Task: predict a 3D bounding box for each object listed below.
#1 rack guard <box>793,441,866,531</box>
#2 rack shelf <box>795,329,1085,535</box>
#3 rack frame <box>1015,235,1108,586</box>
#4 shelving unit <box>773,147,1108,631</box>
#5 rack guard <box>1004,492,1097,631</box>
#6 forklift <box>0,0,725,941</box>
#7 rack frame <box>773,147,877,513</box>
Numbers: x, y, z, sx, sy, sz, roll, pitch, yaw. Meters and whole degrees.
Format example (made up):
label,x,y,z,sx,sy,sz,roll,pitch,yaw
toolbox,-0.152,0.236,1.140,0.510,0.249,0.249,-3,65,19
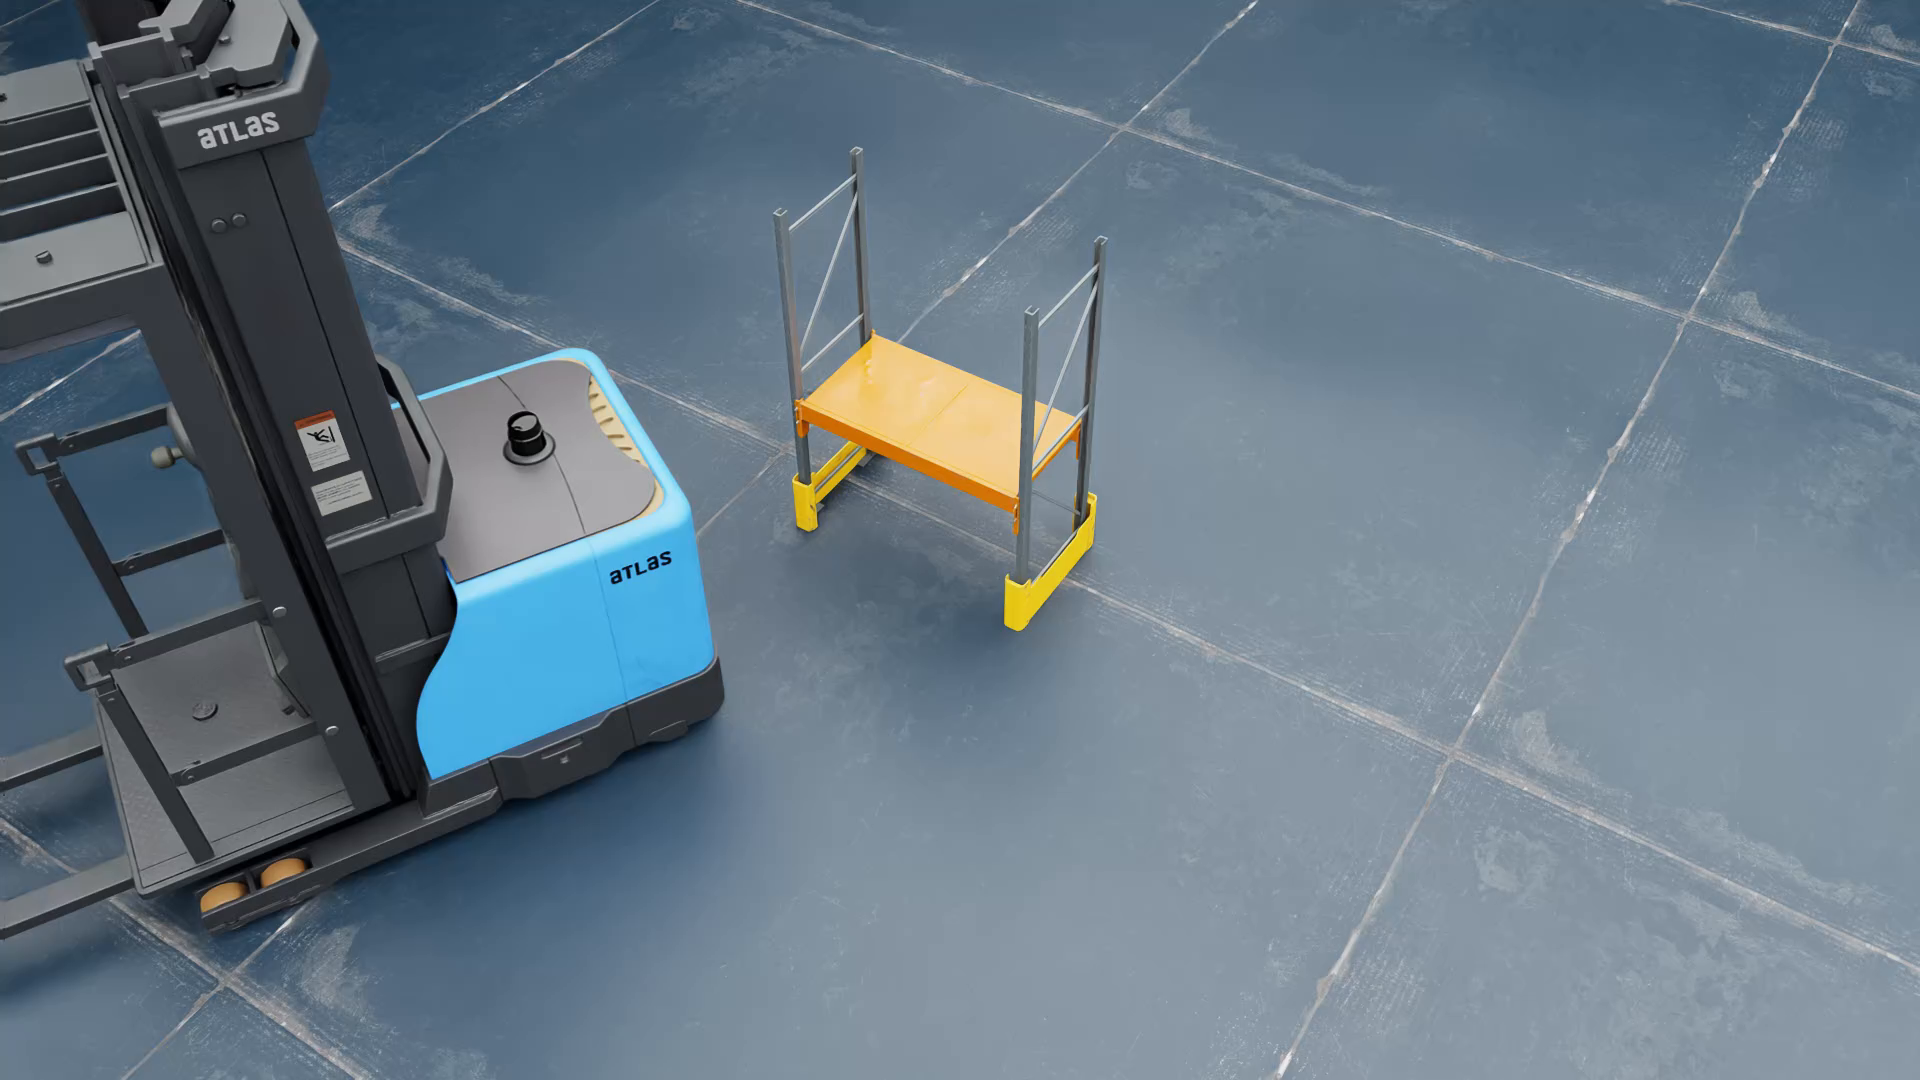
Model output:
label,x,y,z,sx,sy,sz,roll,pitch,yaw
rack guard,-0.483,-0.309,6.876,0.087,0.250,0.587,25,51,22
rack shelf,-0.072,-0.430,6.373,1.000,0.185,0.538,25,51,22
rack frame,0.356,-0.359,6.053,0.032,1.500,0.500,25,51,22
shelving unit,-0.064,-0.552,6.241,1.083,1.500,0.587,25,51,22
rack guard,0.355,0.076,6.502,0.087,0.250,0.587,25,51,22
forklift,-2.403,-0.169,4.870,3.031,2.935,1.130,-22,50,-20
rack frame,-0.500,-0.753,6.435,0.032,1.500,0.500,25,51,22
